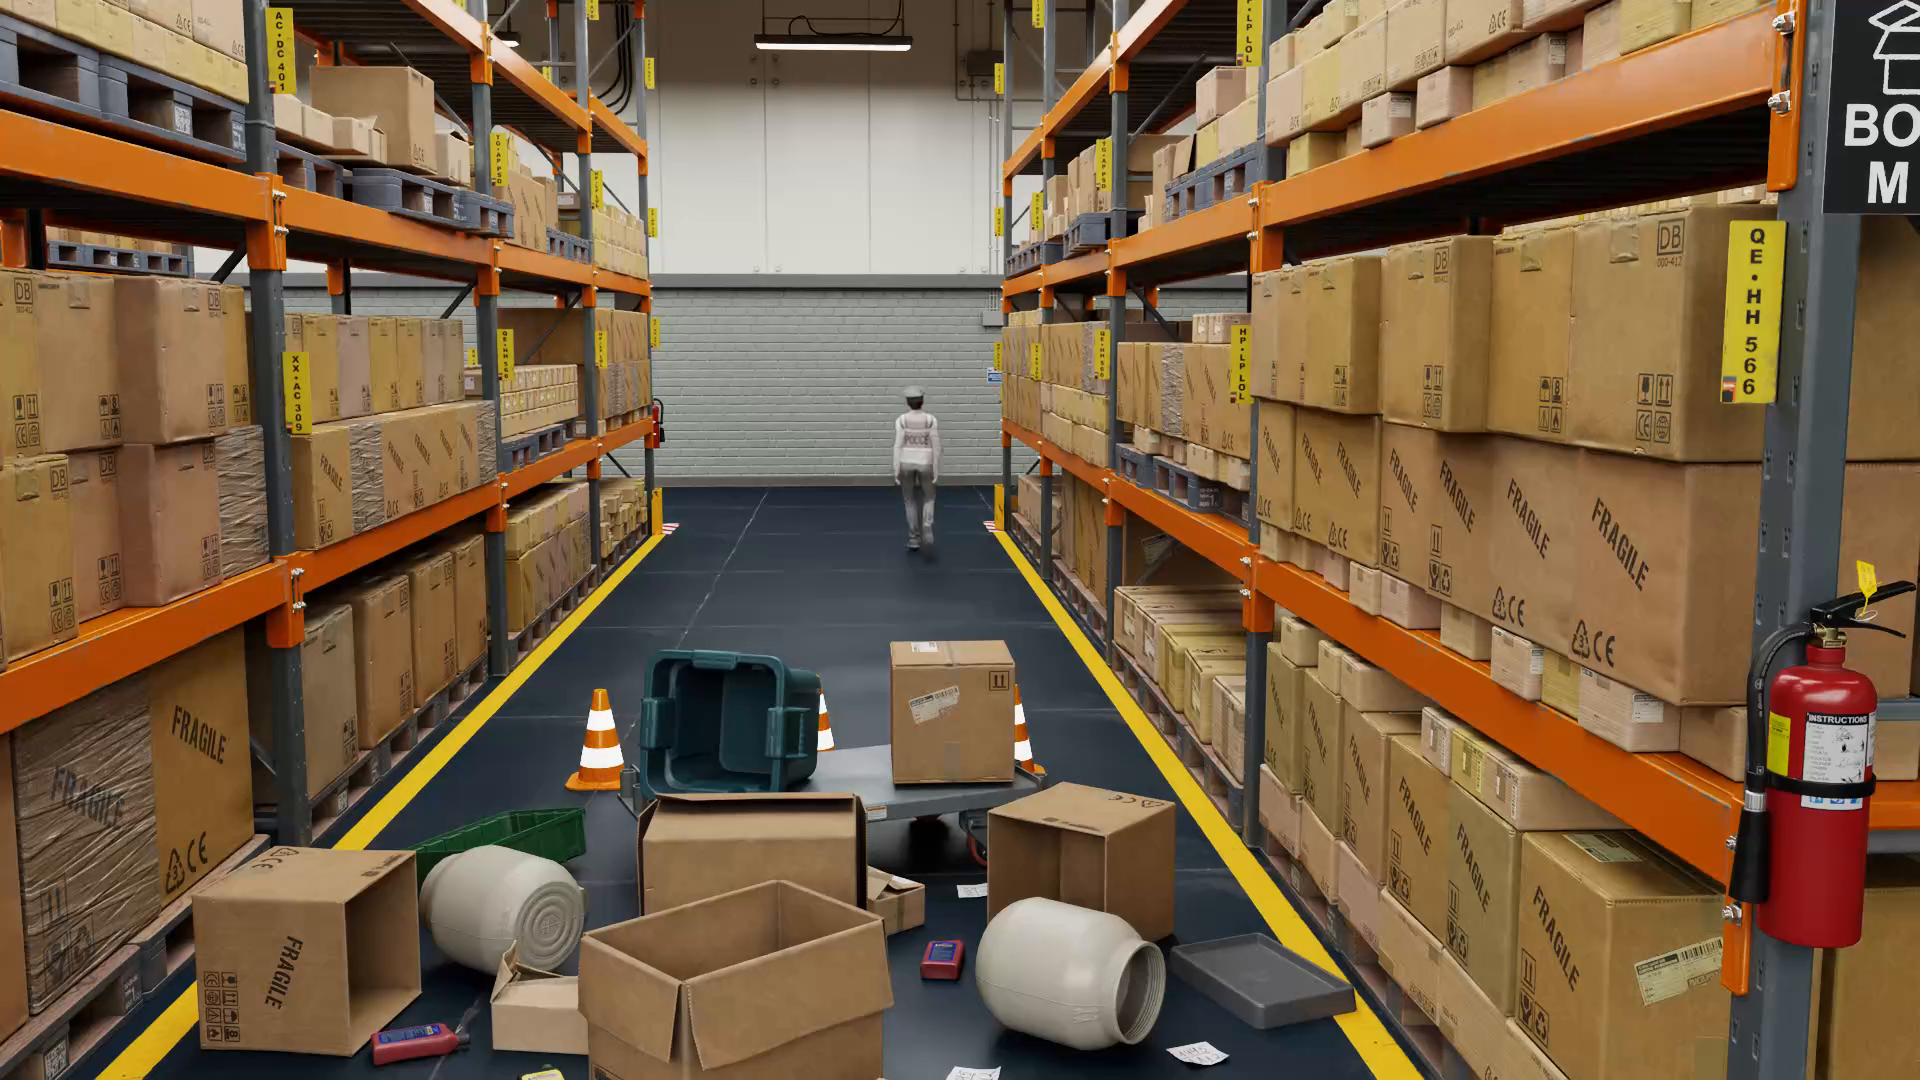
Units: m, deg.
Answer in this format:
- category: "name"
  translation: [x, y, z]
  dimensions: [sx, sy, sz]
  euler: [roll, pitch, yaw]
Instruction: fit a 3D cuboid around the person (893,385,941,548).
- category: "person"
  translation: [-0.437, -0.743, 17.030]
  dimensions: [0.490, 1.678, 0.503]
  euler: [0, 7, -3]
